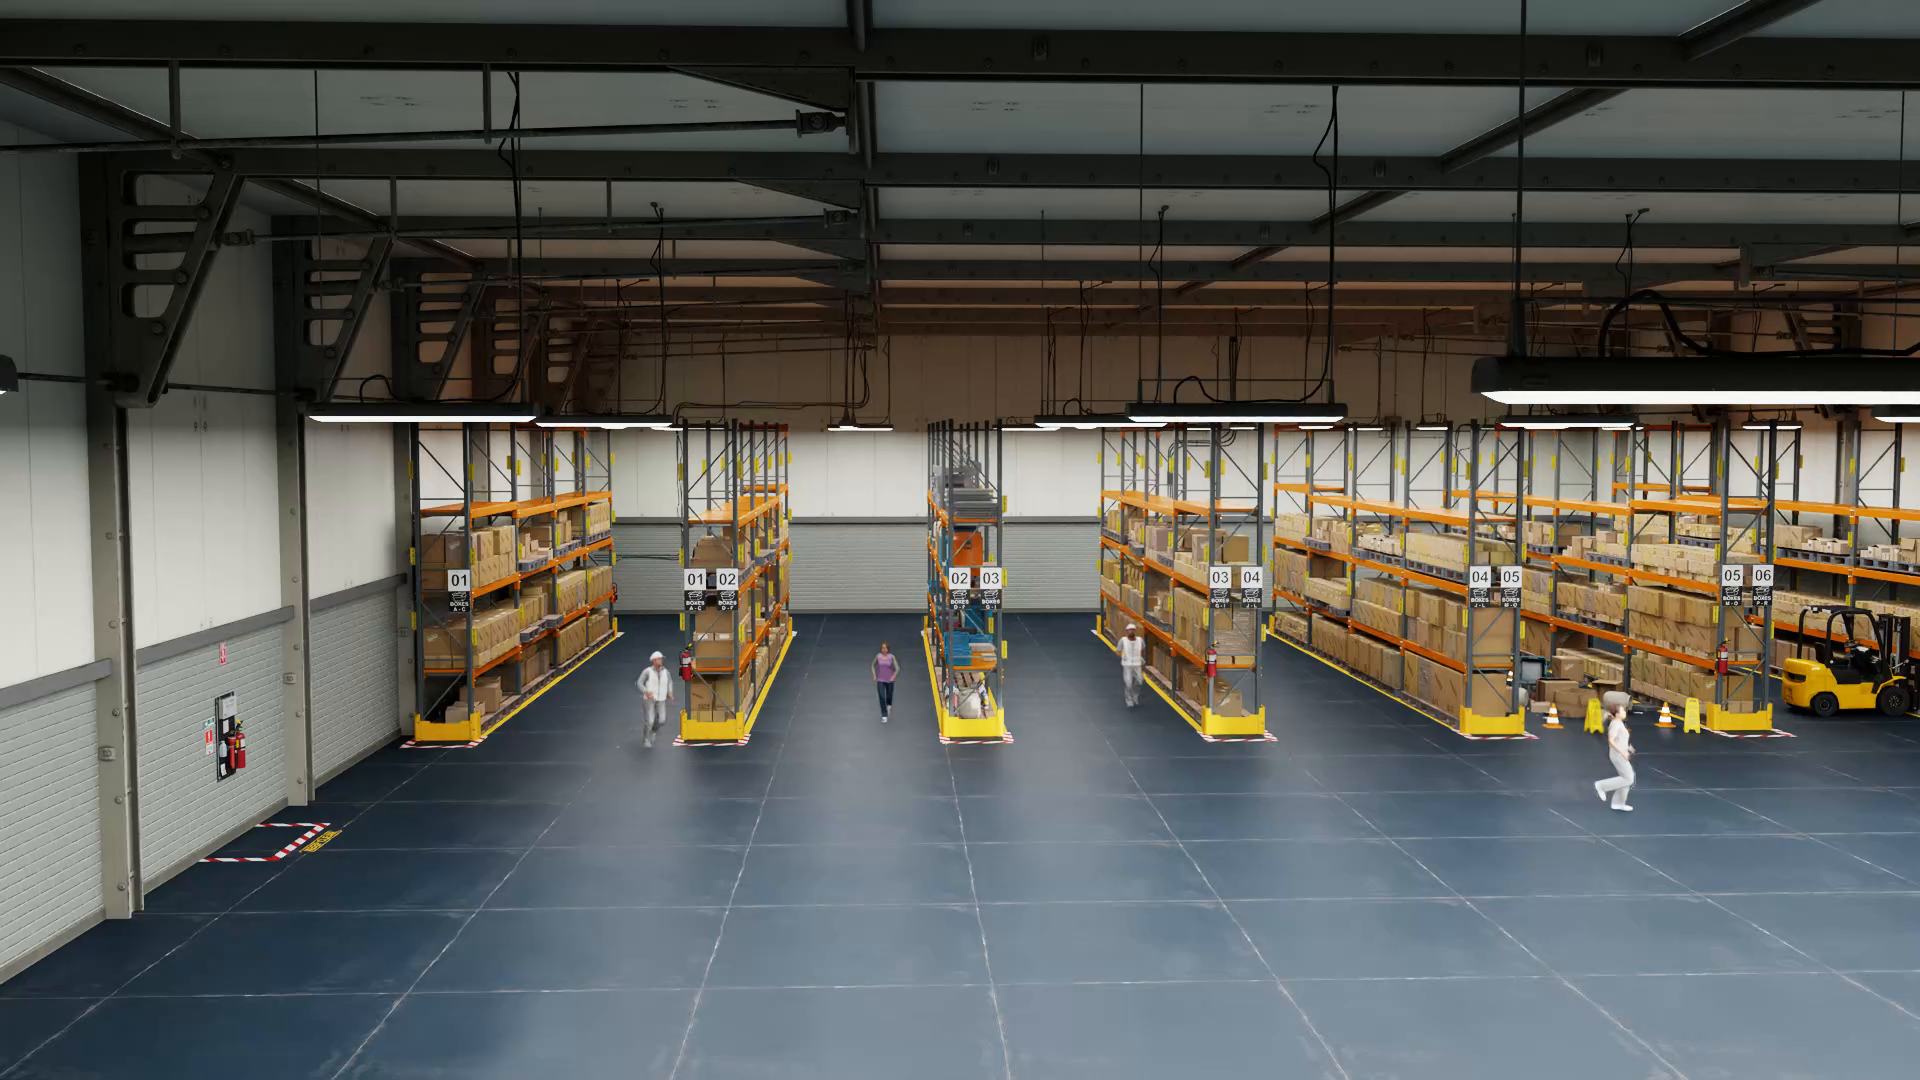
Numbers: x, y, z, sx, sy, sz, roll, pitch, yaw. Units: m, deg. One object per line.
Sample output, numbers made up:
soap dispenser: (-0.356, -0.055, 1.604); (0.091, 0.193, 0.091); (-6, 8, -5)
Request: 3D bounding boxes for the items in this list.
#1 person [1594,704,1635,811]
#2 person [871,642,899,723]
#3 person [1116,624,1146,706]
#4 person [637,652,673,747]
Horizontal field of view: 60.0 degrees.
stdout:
person: (9.968, 3.295, 25.303); (0.573, 1.626, 0.565); (1, 4, 20)
person: (-1.499, 2.826, 33.146); (0.569, 1.548, 0.738); (0, 4, -1)
person: (3.598, 2.622, 34.697); (0.669, 1.737, 0.589); (0, 4, -4)
person: (-5.542, 2.915, 30.433); (0.728, 1.726, 0.498); (-2, 4, -33)
